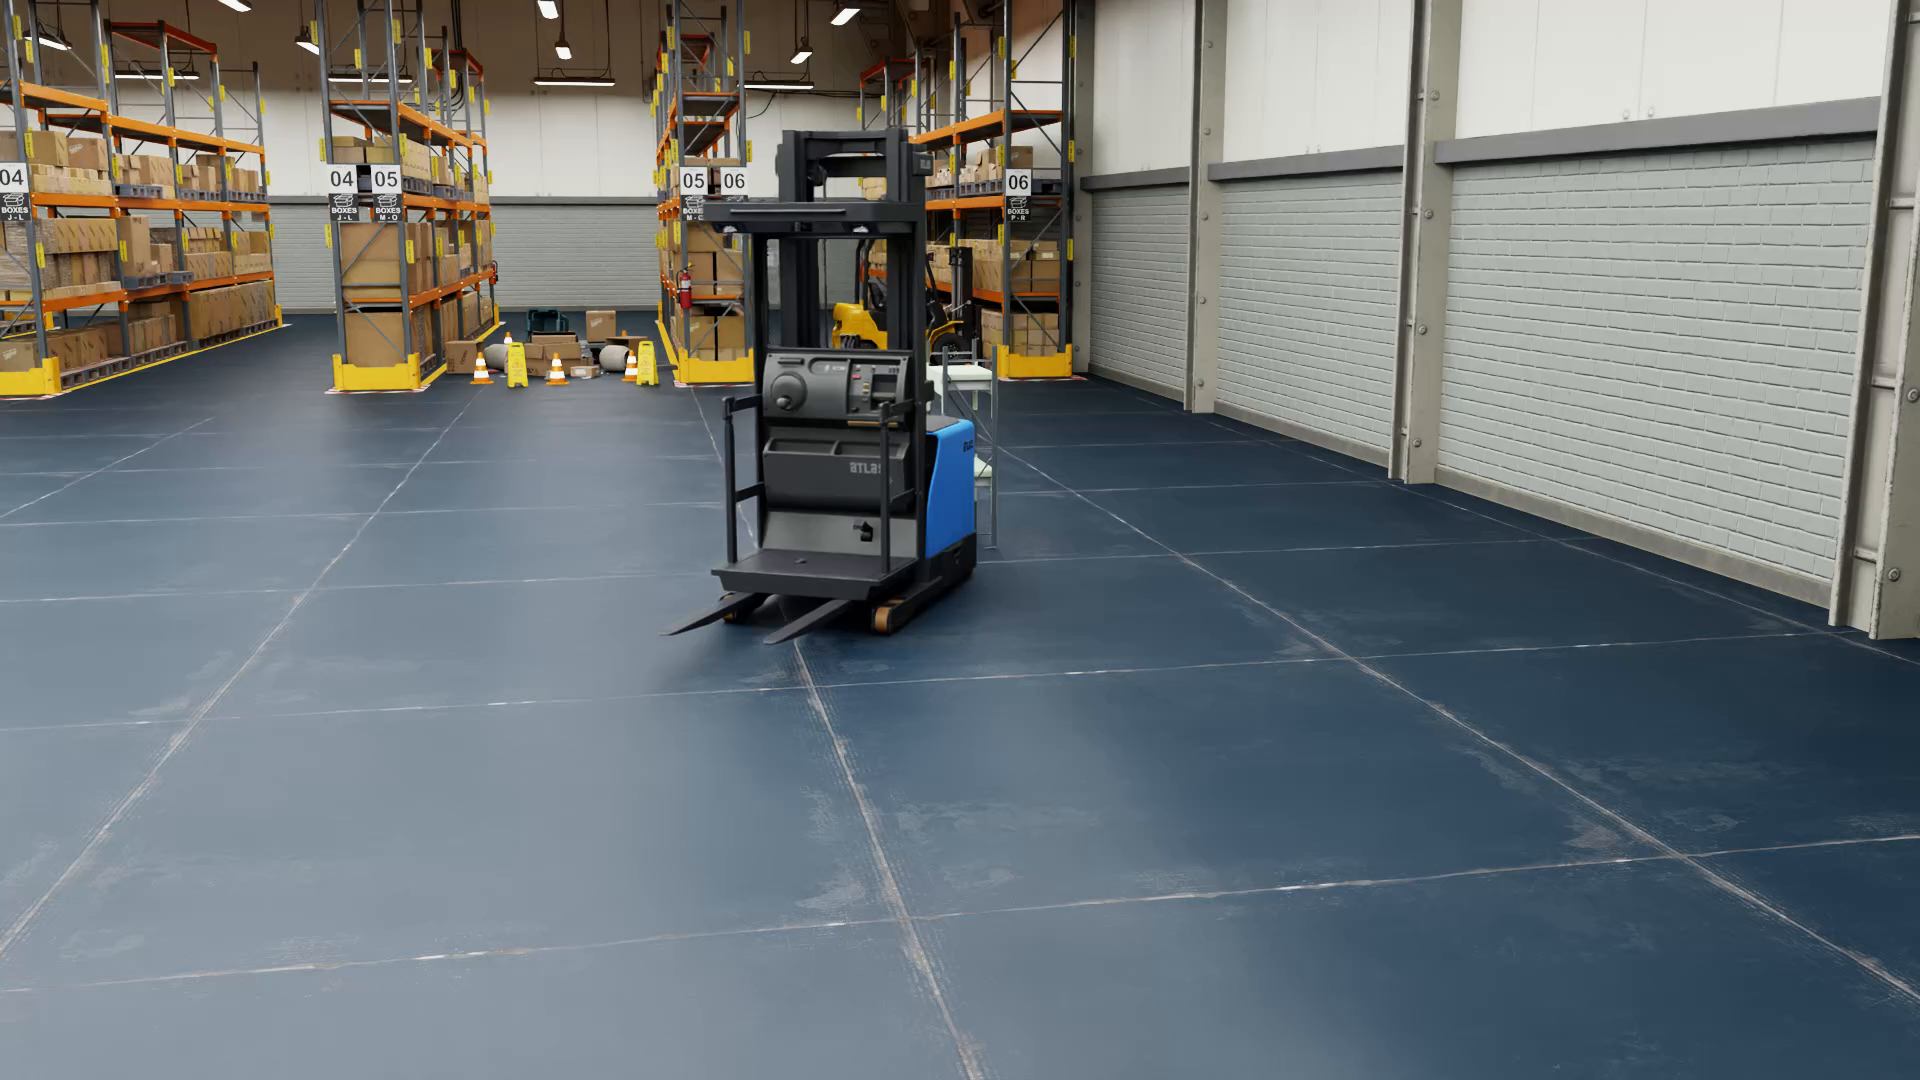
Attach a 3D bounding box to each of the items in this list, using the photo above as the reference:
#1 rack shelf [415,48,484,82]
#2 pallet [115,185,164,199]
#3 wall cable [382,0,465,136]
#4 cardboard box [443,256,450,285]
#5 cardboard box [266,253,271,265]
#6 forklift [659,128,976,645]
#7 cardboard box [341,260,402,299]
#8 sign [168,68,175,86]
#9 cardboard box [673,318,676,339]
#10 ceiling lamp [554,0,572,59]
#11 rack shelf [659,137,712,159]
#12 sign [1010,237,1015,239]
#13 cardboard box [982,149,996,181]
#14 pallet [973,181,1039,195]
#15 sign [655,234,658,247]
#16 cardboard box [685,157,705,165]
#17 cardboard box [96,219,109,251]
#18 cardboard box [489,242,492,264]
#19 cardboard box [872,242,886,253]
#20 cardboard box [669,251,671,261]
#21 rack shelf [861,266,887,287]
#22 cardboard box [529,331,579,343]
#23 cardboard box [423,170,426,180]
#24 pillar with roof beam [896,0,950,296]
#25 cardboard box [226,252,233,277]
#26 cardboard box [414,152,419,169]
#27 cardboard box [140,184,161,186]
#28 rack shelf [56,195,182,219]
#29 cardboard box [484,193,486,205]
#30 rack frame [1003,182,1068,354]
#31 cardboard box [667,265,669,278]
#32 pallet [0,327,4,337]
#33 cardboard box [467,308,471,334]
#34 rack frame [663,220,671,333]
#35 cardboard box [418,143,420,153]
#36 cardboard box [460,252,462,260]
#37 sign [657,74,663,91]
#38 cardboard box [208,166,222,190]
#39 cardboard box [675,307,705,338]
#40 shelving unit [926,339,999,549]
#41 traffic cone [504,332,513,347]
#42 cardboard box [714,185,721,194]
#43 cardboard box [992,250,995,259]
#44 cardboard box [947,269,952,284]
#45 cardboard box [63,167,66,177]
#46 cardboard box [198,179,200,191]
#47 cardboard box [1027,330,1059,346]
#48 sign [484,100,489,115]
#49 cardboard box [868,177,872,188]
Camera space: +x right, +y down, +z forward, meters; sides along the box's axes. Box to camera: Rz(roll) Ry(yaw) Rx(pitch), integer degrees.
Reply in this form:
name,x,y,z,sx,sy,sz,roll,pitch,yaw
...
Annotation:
name,x,y,z,sx,sy,sz,roll,pitch,yaw
rack shelf,-11.249,-10.492,36.791,1.077,0.370,4.000,-2,11,-11
pallet,-14.409,-5.959,28.461,1.213,0.211,1.003,-2,11,-11
wall cable,-14.242,-12.161,43.918,2.277,5.999,0.120,-2,11,-11
cardboard box,-9.336,-4.772,29.477,0.500,0.500,0.500,-2,11,-11
cardboard box,-16.168,-6.464,38.243,0.500,0.250,0.500,-2,11,-12
forklift,-0.826,-0.970,9.952,1.130,2.935,3.031,3,11,18
cardboard box,-8.643,-3.839,24.440,0.875,0.550,0.550,-2,11,-11
sign,-14.437,-8.470,30.421,0.100,0.325,0.005,-2,11,-11
cardboard box,-4.995,-4.041,31.808,0.950,0.372,0.625,-2,11,-12
ceiling lamp,-8.004,-11.680,34.384,0.800,3.185,2.000,-2,11,-11
rack shelf,-5.635,-8.128,34.328,1.077,0.370,4.000,-2,11,-11
sign,0.944,-5.296,29.974,0.100,0.325,0.005,-2,11,-11
cardboard box,0.752,-6.120,27.148,0.700,0.500,0.500,-2,11,-11
pallet,0.825,-5.863,27.693,1.003,0.211,1.213,-2,11,-11
sign,-7.348,-7.277,40.378,0.100,0.325,0.005,-2,11,-11
cardboard box,-4.046,-5.690,25.087,0.380,0.149,0.250,-2,11,-10
cardboard box,-13.733,-4.792,26.116,0.500,0.500,0.500,-2,11,-11
cardboard box,-11.298,-6.755,39.102,0.500,0.500,0.500,-2,11,-10
cardboard box,-1.818,-7.085,39.500,0.500,0.500,0.500,-2,11,-10
cardboard box,-5.386,-5.675,32.303,0.500,0.500,0.500,-2,11,-13
rack shelf,-1.545,-6.292,39.658,1.077,0.370,4.000,-2,11,-11
cardboard box,-6.705,-3.139,27.478,0.797,0.637,0.503,-2,11,-11
cardboard box,-8.769,-5.842,26.626,0.380,0.149,0.250,-2,11,-11
pillar with roof beam,-4.630,-9.230,37.124,9.100,9.000,0.548,-2,11,-11
cardboard box,-15.386,-5.711,34.411,0.500,0.500,0.500,-2,11,-11
cardboard box,-8.664,-5.875,25.735,0.500,0.250,0.500,-2,11,-11
cardboard box,-14.429,-6.143,29.326,0.500,0.250,0.500,-2,11,-9
rack shelf,-14.578,-5.757,28.824,1.077,0.370,4.000,-2,11,-11
cardboard box,-11.100,-7.774,37.898,0.500,0.250,0.500,-2,11,-9
rack frame,1.178,-4.078,26.101,1.000,3.000,0.127,-2,11,-11
cardboard box,-5.599,-5.374,33.309,0.500,0.250,0.500,-3,11,-13
pallet,-20.784,-4.321,34.834,1.003,0.211,1.213,-2,11,-11
cardboard box,-10.071,-4.375,33.223,0.500,0.500,0.500,-2,11,-10
rack frame,-6.024,-6.098,36.712,1.000,3.000,0.127,-2,11,-11
cardboard box,-8.676,-6.142,26.072,0.380,0.149,0.250,-2,11,-12
cardboard box,-10.186,-5.681,33.276,0.380,0.149,0.250,-2,11,-11
sign,-5.790,-8.827,32.085,0.100,0.325,0.005,-2,11,-11
cardboard box,-15.956,-7.657,35.223,0.700,0.500,0.500,-3,11,-14
cardboard box,-4.618,-3.737,28.531,0.500,0.500,0.500,-2,11,-8
shelving unit,0.001,-0.736,12.550,0.431,1.500,0.755,-2,11,-11
traffic cone,-8.084,-3.487,29.778,0.336,0.463,0.334,-2,11,-11
cardboard box,-3.575,-5.365,25.509,0.380,0.149,0.250,-2,11,-13
cardboard box,0.729,-4.641,27.054,0.380,0.149,0.250,-2,11,-11
cardboard box,0.045,-4.821,30.405,0.500,0.250,0.500,-2,11,-10
cardboard box,-13.552,-5.475,24.752,0.380,0.149,0.250,-2,11,-12
cardboard box,-15.620,-7.169,33.433,0.500,0.311,0.500,-3,11,-13
cardboard box,1.290,-3.273,26.764,0.500,0.250,0.500,-2,11,-10
sign,-11.090,-10.133,38.946,0.100,0.325,0.005,-2,11,-11
cardboard box,-1.903,-8.528,39.727,0.500,0.250,0.500,-2,11,-12
